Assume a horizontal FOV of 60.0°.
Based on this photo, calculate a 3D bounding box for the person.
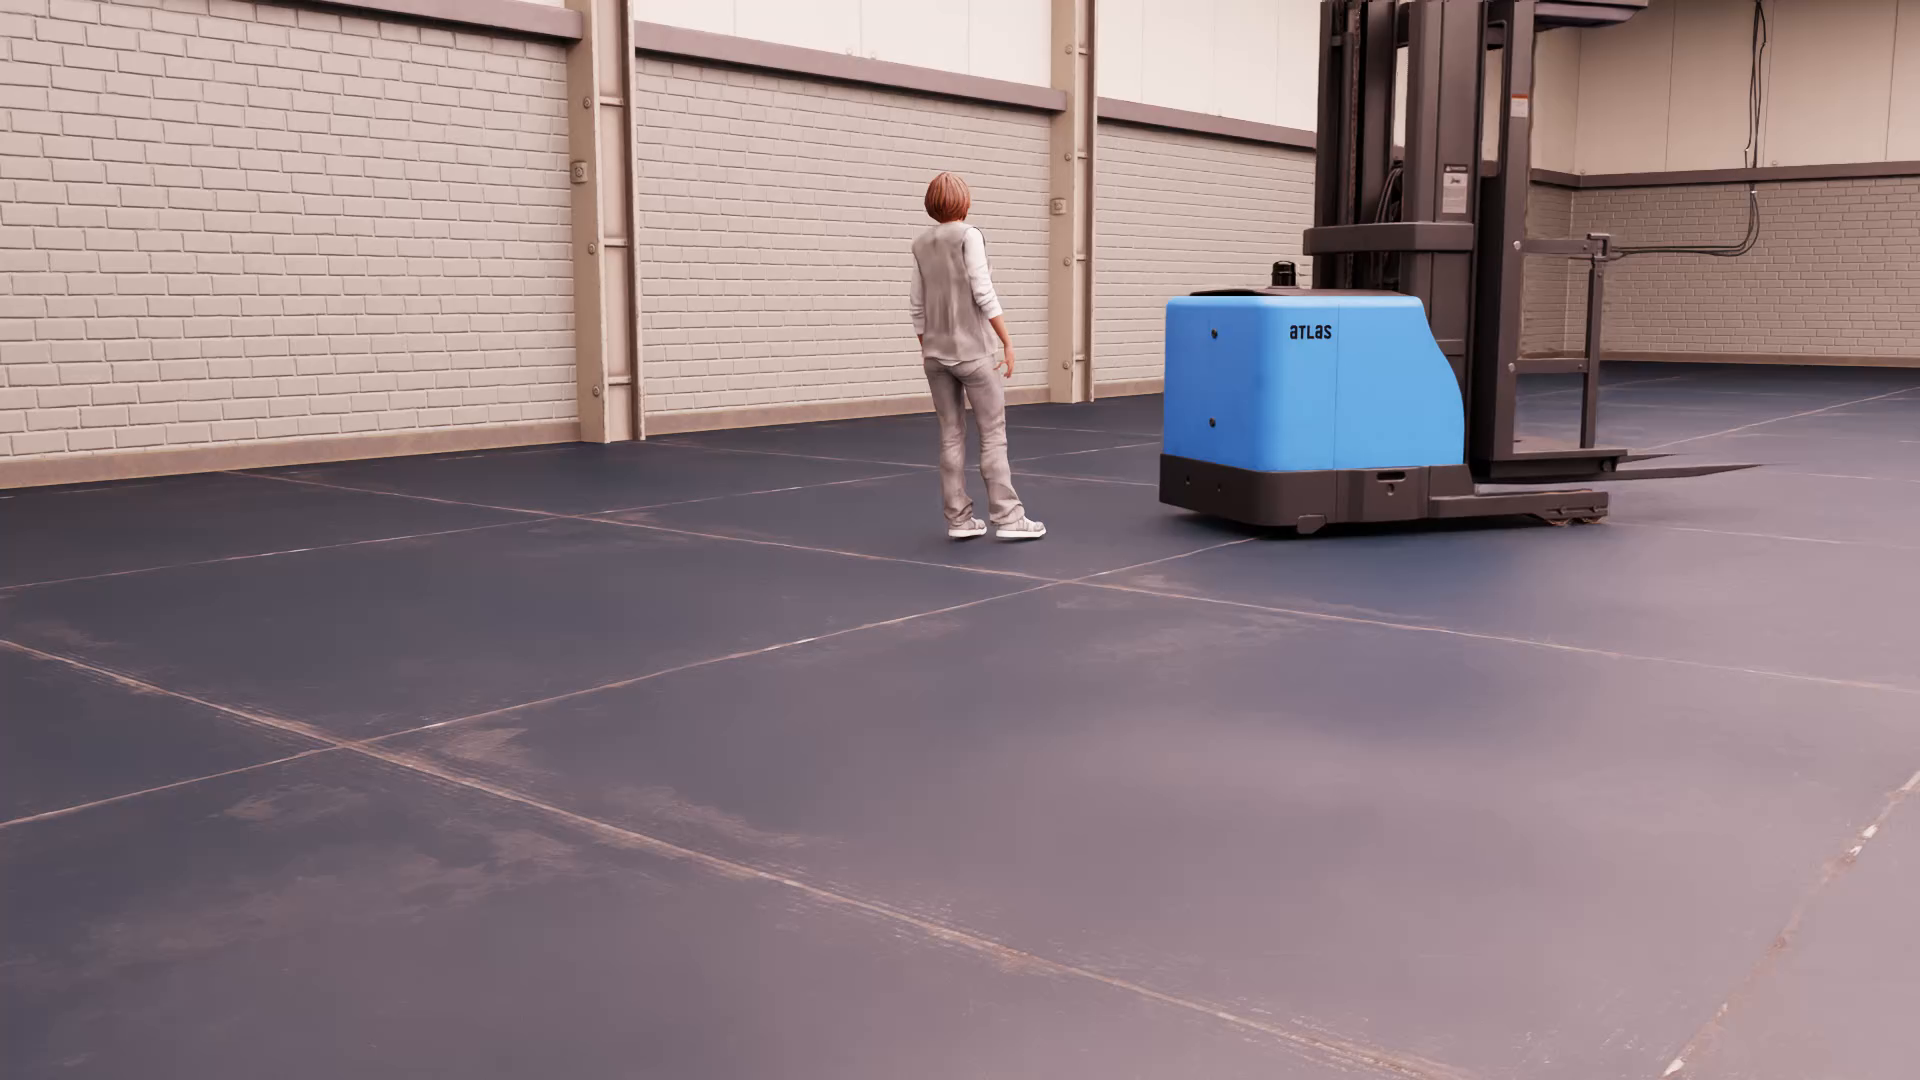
[{"bbox_3d":[0.057,-0.804,7.336,0.521,1.596,0.475,7,11,38],"label":"person"}]

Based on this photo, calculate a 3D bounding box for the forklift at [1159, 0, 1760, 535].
[{"bbox_3d":[2.554,-1.583,8.096,3.031,2.935,1.130,-3,9,-20],"label":"forklift"}]
